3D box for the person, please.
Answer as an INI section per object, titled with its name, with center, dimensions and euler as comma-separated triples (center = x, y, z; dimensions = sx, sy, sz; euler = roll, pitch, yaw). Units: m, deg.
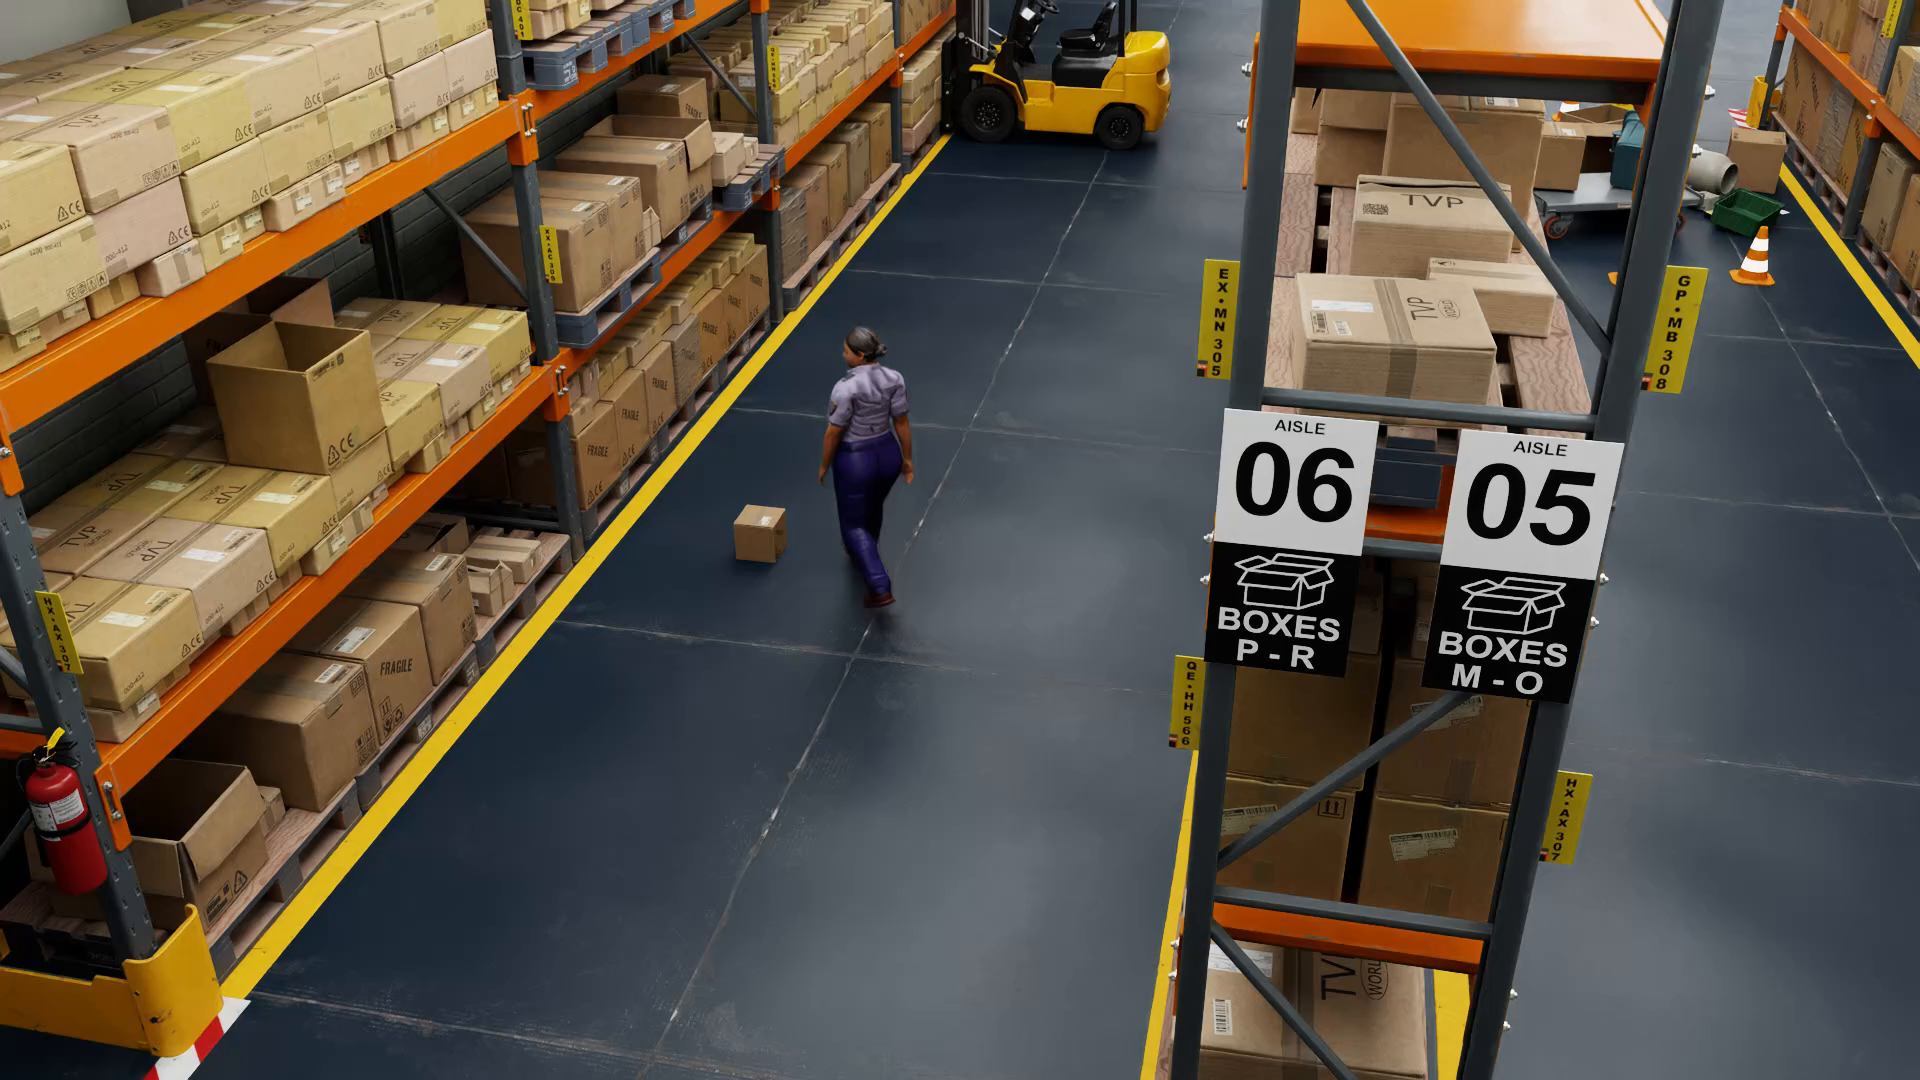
[person]
center = -0.526, -0.435, 9.407
dimensions = 0.529, 1.619, 0.889
euler = -19, 34, -30
